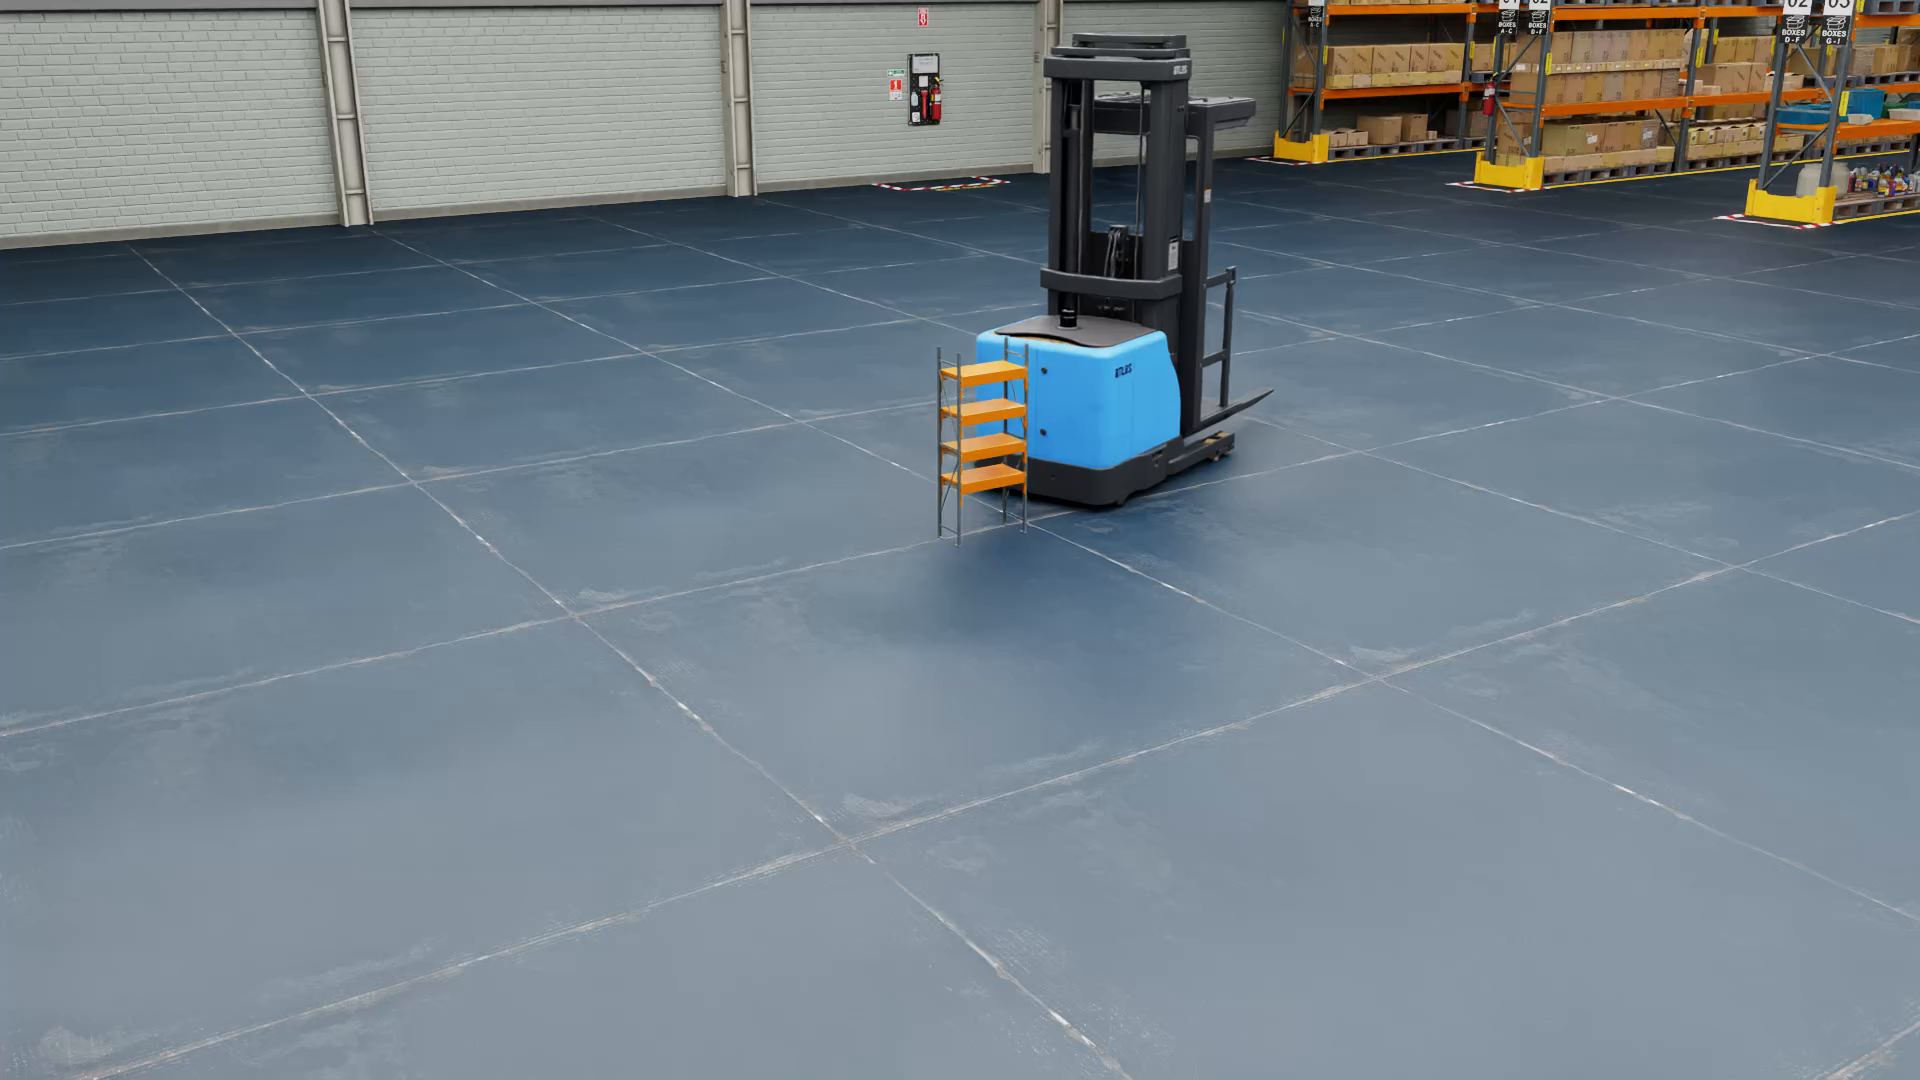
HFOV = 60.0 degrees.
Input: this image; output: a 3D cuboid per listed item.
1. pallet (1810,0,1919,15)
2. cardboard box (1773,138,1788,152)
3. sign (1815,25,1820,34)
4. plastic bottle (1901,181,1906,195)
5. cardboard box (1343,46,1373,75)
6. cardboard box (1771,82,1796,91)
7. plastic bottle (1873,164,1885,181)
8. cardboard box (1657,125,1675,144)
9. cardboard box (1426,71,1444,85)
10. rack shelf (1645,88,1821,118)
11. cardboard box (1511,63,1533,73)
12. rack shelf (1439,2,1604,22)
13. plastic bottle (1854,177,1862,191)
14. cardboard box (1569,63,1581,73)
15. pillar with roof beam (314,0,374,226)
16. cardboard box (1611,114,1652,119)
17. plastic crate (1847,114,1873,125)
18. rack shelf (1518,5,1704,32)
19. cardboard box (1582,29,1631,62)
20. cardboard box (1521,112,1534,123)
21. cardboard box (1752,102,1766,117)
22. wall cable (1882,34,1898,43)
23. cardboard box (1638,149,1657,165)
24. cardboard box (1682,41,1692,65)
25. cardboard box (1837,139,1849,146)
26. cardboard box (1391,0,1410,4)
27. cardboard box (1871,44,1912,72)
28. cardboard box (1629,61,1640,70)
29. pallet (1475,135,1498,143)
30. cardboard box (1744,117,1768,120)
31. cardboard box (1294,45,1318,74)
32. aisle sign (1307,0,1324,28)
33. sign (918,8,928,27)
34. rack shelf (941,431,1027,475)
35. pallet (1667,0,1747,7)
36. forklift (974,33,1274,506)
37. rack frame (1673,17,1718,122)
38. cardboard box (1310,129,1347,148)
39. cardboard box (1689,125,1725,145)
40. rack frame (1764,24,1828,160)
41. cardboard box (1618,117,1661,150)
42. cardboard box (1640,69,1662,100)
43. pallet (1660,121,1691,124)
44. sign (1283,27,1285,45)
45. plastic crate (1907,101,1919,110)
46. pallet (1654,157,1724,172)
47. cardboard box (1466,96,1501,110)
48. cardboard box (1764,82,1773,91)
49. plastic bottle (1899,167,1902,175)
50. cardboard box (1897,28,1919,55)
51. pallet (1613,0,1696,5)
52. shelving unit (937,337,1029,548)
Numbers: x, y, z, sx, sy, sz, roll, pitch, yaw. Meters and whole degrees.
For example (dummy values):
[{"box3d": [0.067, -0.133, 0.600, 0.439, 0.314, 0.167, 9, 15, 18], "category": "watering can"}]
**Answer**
[{"box3d": [12.630, -7.483, 23.307, 1.213, 0.211, 1.003, -12, 22, -31], "category": "pallet"}, {"box3d": [15.111, -7.414, 31.128, 0.500, 0.250, 0.500, -12, 22, -32], "category": "cardboard box"}, {"box3d": [20.086, -12.013, 38.918, 0.005, 0.325, 0.100, -12, 22, -31], "category": "sign"}, {"box3d": [14.023, -5.246, 24.762, 0.097, 0.201, 0.097, 0, 19, 0], "category": "plastic bottle"}, {"box3d": [7.418, -9.064, 31.403, 0.500, 0.500, 0.500, -12, 22, -31], "category": "cardboard box"}, {"box3d": [15.246, -8.416, 30.846, 0.250, 0.149, 0.380, -12, 22, -31], "category": "cardboard box"}, {"box3d": [14.166, -5.626, 25.651, 0.185, 0.351, 0.144, -13, 23, -34], "category": "plastic bottle"}, {"box3d": [12.685, -7.372, 30.130, 0.500, 0.311, 0.500, -12, 22, -31], "category": "cardboard box"}, {"box3d": [9.127, -9.075, 32.607, 0.500, 0.250, 0.500, -12, 22, -31], "category": "cardboard box"}, {"box3d": [14.175, -8.074, 30.566, 4.000, 0.370, 1.077, -12, 22, -31], "category": "rack shelf"}, {"box3d": [9.378, -7.831, 27.555, 0.250, 0.149, 0.380, -12, 22, -32], "category": "cardboard box"}, {"box3d": [11.447, -10.819, 34.003, 4.000, 0.370, 1.077, -12, 22, -31], "category": "rack shelf"}, {"box3d": [13.603, -5.387, 25.178, 0.097, 0.201, 0.097, 0, 19, 0], "category": "plastic bottle"}, {"box3d": [10.038, -7.815, 27.508, 0.250, 0.149, 0.380, -12, 22, -31], "category": "cardboard box"}, {"box3d": [-6.120, -7.557, 18.546, 0.400, 9.000, 9.100, -12, 22, -31], "category": "pillar with roof beam"}, {"box3d": [11.945, -7.316, 29.668, 0.500, 0.500, 0.500, -12, 22, -31], "category": "cardboard box"}, {"box3d": [12.809, -5.979, 23.658, 0.250, 0.136, 0.298, -12, 22, -31], "category": "plastic crate"}, {"box3d": [10.834, -8.790, 28.002, 4.000, 0.370, 1.077, -12, 22, -31], "category": "rack shelf"}, {"box3d": [10.880, -8.379, 28.164, 0.500, 0.500, 0.700, -12, 22, -31], "category": "cardboard box"}, {"box3d": [11.651, -8.820, 34.866, 0.500, 0.500, 0.700, -12, 22, -32], "category": "cardboard box"}, {"box3d": [18.432, -10.188, 38.944, 0.500, 0.500, 0.700, -13, 22, -33], "category": "cardboard box"}, {"box3d": [24.719, -13.772, 41.779, 0.112, 2.526, 3.097, -12, 22, -31], "category": "wall cable"}, {"box3d": [11.814, -6.733, 29.115, 0.500, 0.250, 0.500, -12, 22, -31], "category": "cardboard box"}, {"box3d": [15.791, -10.752, 36.714, 0.500, 0.500, 0.500, -12, 22, -31], "category": "cardboard box"}, {"box3d": [16.817, -7.889, 32.111, 0.500, 0.500, 0.500, -13, 23, -33], "category": "cardboard box"}, {"box3d": [8.188, -10.430, 31.540, 0.500, 0.500, 0.500, -10, 21, -28], "category": "cardboard box"}, {"box3d": [18.667, -9.694, 33.424, 0.700, 0.500, 0.500, 14, 23, 35], "category": "cardboard box"}, {"box3d": [11.334, -8.088, 28.318, 0.250, 0.149, 0.380, -11, 22, -30], "category": "cardboard box"}, {"box3d": [11.446, -8.419, 34.819, 1.213, 0.211, 1.003, -12, 22, -31], "category": "pallet"}, {"box3d": [15.246, -7.915, 31.736, 0.500, 0.311, 0.500, -11, 22, -30], "category": "cardboard box"}, {"box3d": [6.713, -9.116, 31.557, 0.500, 0.500, 0.500, -12, 22, -32], "category": "cardboard box"}, {"box3d": [6.541, -9.821, 30.551, 0.004, 0.787, 0.394, -12, 22, -31], "category": "aisle sign"}, {"box3d": [-0.612, -8.678, 27.611, 0.199, 0.298, 0.001, -12, 22, -31], "category": "sign"}, {"box3d": [0.138, -0.534, 10.160, 0.480, 0.148, 0.258, -12, 22, -31], "category": "rack shelf"}, {"box3d": [13.234, -9.551, 29.429, 1.217, 0.209, 0.805, -13, 23, -34], "category": "pallet"}, {"box3d": [1.339, -2.025, 11.659, 1.130, 2.935, 3.031, 12, 22, 32], "category": "forklift"}, {"box3d": [16.458, -10.796, 37.494, 0.127, 3.000, 1.000, -12, 22, -31], "category": "rack frame"}, {"box3d": [7.064, -7.715, 31.892, 0.500, 0.311, 0.500, -15, 24, -37], "category": "cardboard box"}, {"box3d": [13.408, -7.317, 29.967, 0.500, 0.311, 0.500, -12, 22, -32], "category": "cardboard box"}, {"box3d": [15.845, -8.767, 31.493, 0.127, 3.000, 1.000, -12, 22, -31], "category": "rack frame"}, {"box3d": [11.813, -7.089, 28.996, 0.500, 0.500, 0.500, -12, 22, -31], "category": "cardboard box"}, {"box3d": [11.700, -7.935, 28.877, 0.500, 0.500, 0.700, -12, 22, -32], "category": "cardboard box"}, {"box3d": [15.855, -9.319, 37.479, 1.213, 0.211, 1.003, -12, 22, -31], "category": "pallet"}, {"box3d": [6.148, -9.532, 31.456, 0.005, 0.325, 0.100, -12, 22, -31], "category": "sign"}, {"box3d": [14.451, -6.399, 24.720, 0.616, 0.251, 0.499, -12, 22, -31], "category": "plastic crate"}, {"box3d": [13.098, -6.882, 30.270, 1.213, 0.211, 1.003, -12, 22, -31], "category": "pallet"}, {"box3d": [10.748, -8.979, 34.165, 0.500, 0.250, 0.500, -12, 22, -33], "category": "cardboard box"}, {"box3d": [14.811, -8.408, 30.824, 0.250, 0.149, 0.380, -10, 21, -27], "category": "cardboard box"}, {"box3d": [14.522, -5.627, 25.759, 0.133, 0.283, 0.061, -12, 22, -31], "category": "plastic bottle"}, {"box3d": [19.466, -10.151, 33.869, 0.500, 0.500, 0.500, -12, 22, -31], "category": "cardboard box"}, {"box3d": [11.806, -9.284, 28.478, 1.213, 0.211, 1.003, -12, 22, -31], "category": "pallet"}, {"box3d": [0.138, -0.598, 10.139, 0.503, 1.200, 0.258, -12, 22, -31], "category": "shelving unit"}]
